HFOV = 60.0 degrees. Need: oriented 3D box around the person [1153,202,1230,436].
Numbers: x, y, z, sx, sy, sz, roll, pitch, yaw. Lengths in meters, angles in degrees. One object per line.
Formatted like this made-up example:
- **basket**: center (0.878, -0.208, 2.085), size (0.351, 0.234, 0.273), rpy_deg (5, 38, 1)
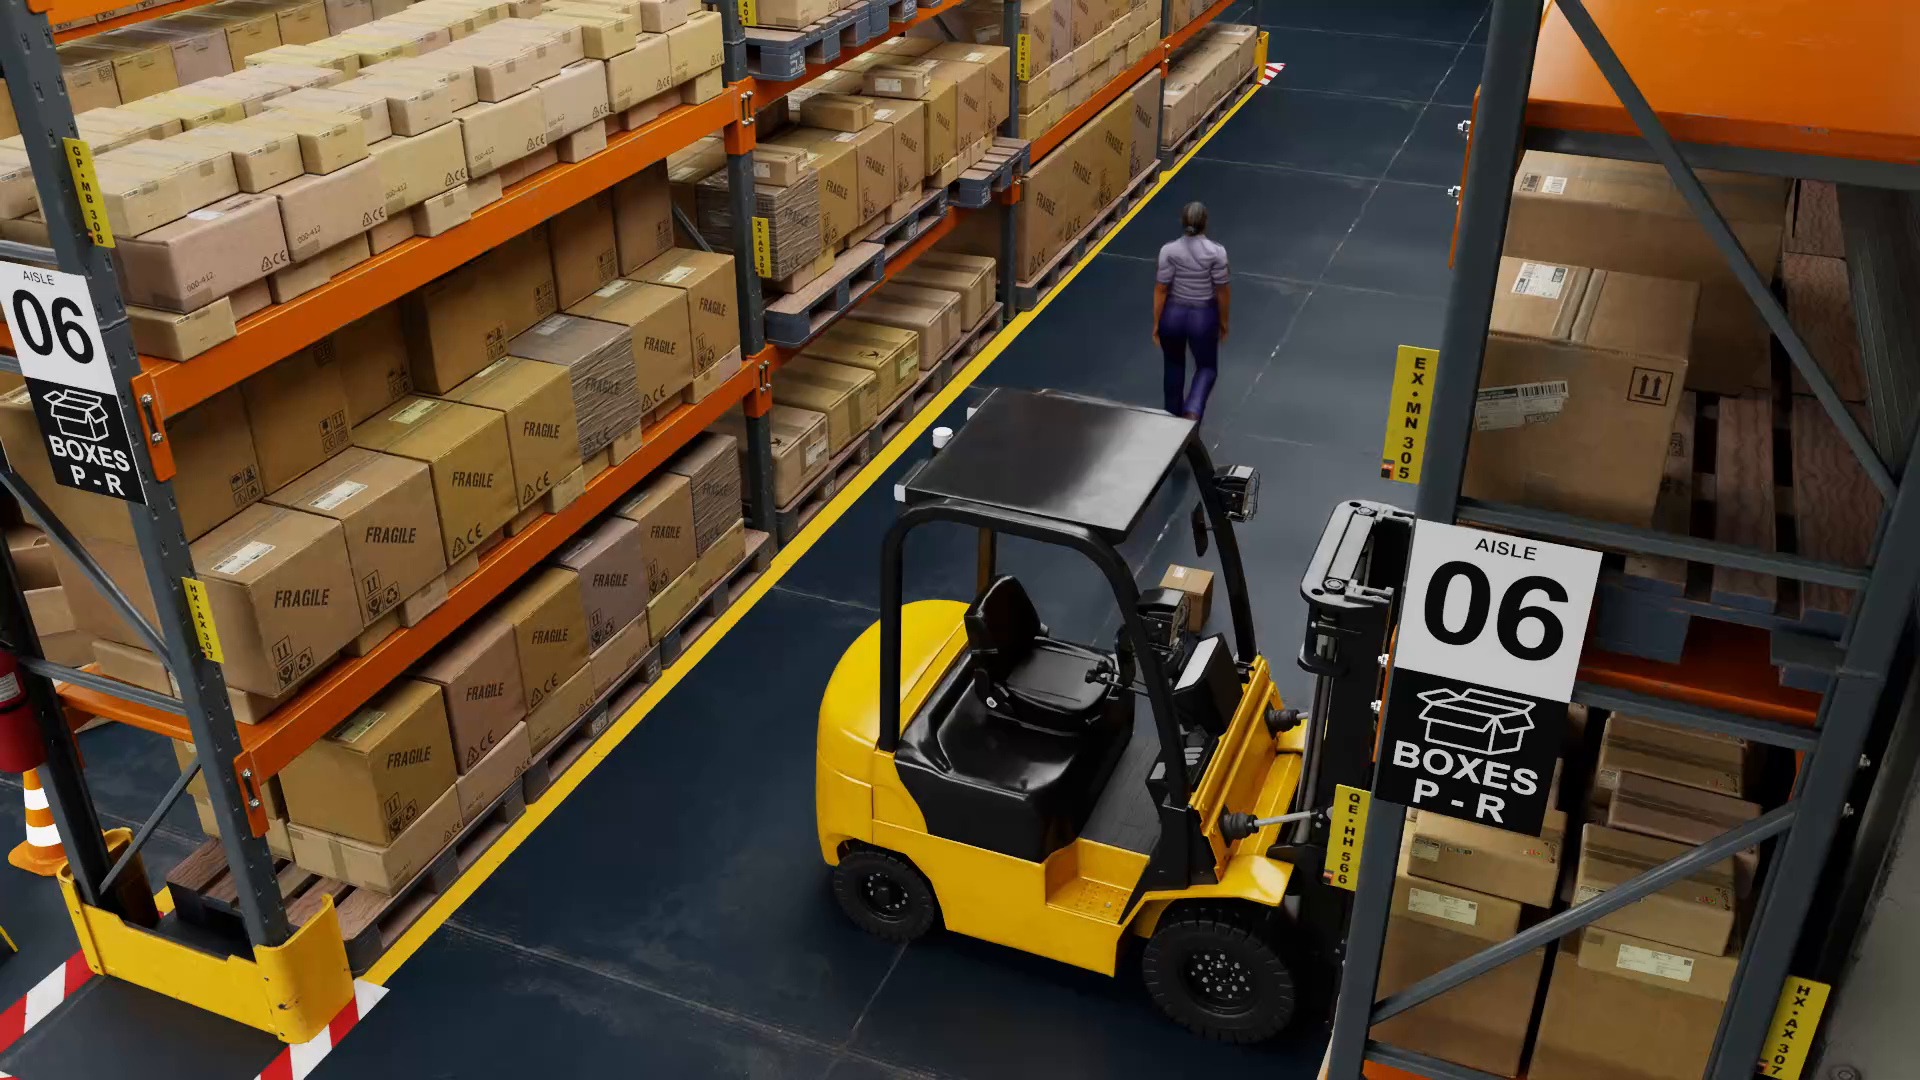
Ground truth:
- **person**: center (1.499, -1.408, 10.841), size (0.487, 1.608, 0.716), rpy_deg (7, 31, 12)
